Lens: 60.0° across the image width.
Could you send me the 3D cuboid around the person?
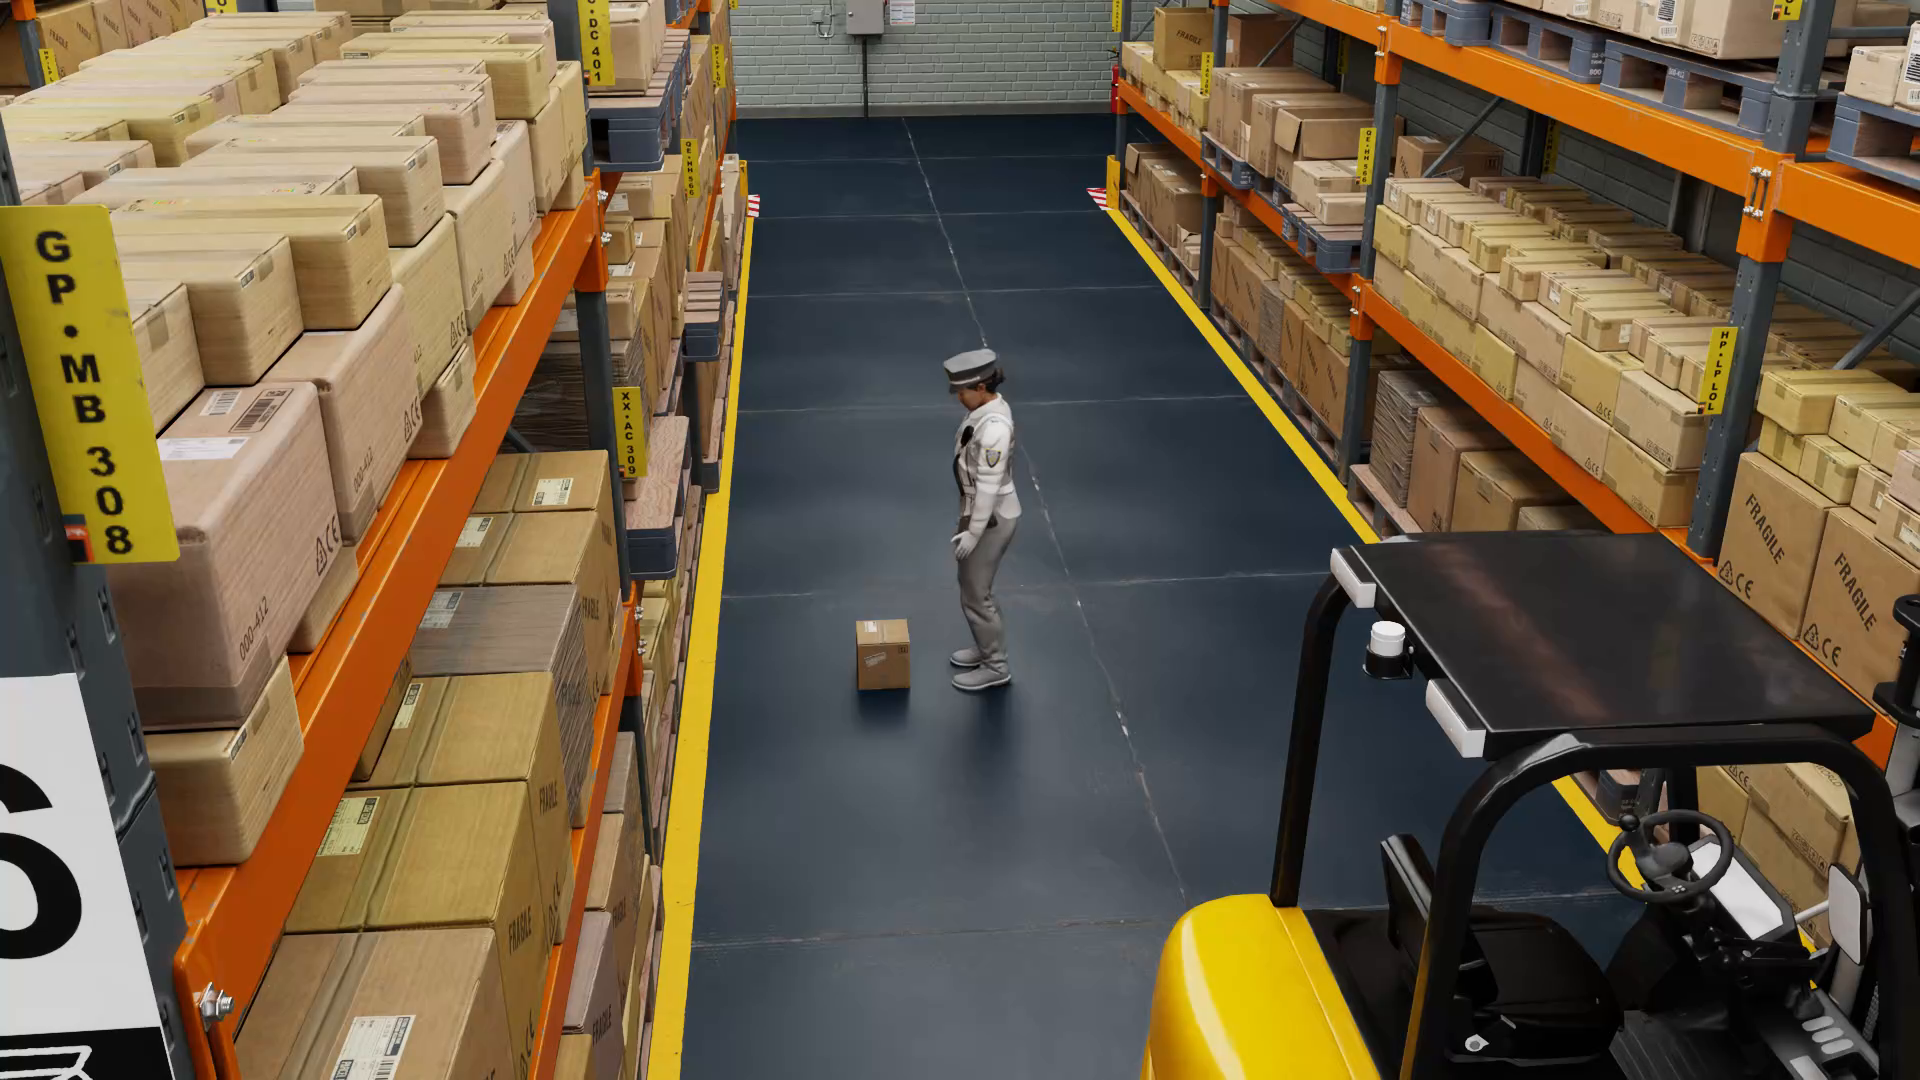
[{"bbox_3d":[0.104,-0.088,7.824,0.366,1.654,0.482,-2,24,-4],"label":"person"}]
